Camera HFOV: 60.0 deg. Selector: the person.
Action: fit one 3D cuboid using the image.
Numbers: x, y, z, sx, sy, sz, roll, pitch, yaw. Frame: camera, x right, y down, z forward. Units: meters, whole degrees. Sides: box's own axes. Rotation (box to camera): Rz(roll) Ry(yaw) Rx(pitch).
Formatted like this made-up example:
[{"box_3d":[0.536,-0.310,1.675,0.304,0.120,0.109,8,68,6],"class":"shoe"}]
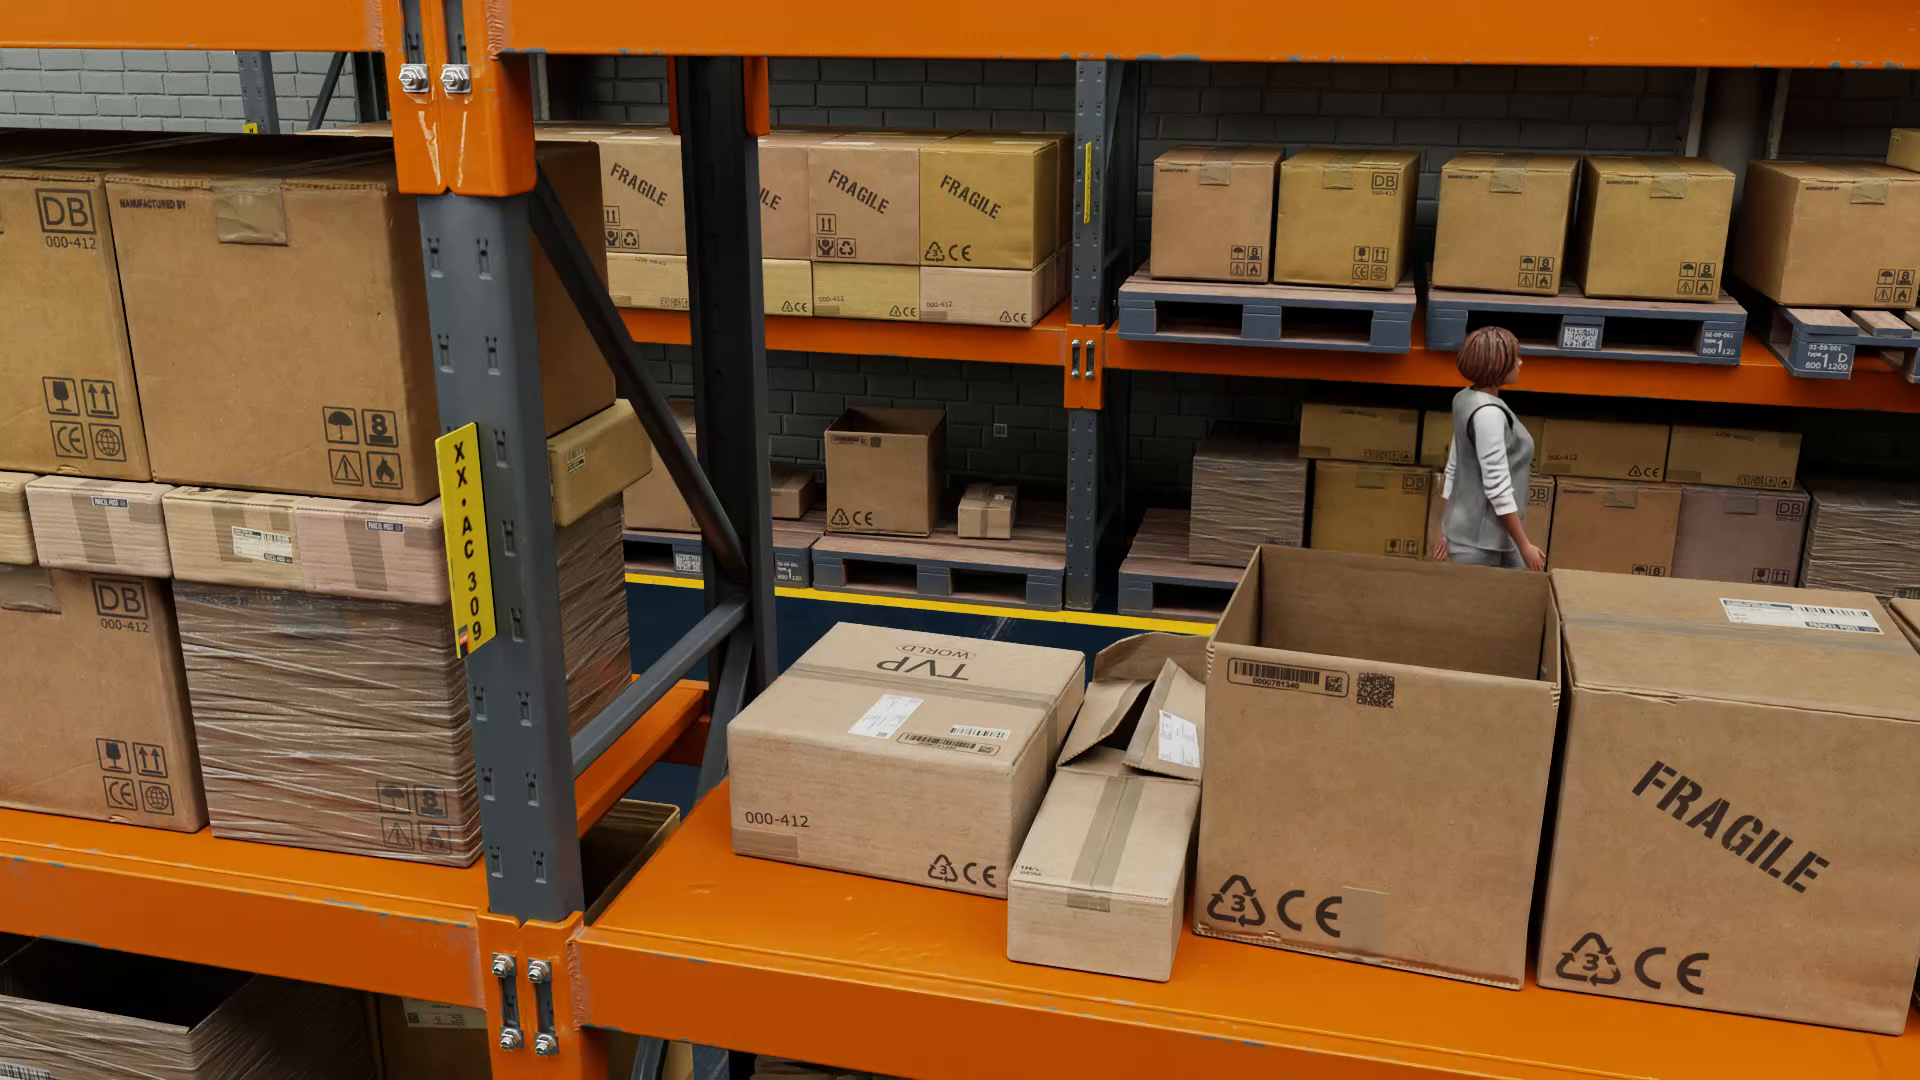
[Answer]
[{"box_3d":[1.912,-0.022,6.121,0.922,1.545,0.409,4,19,12],"class":"person"}]
